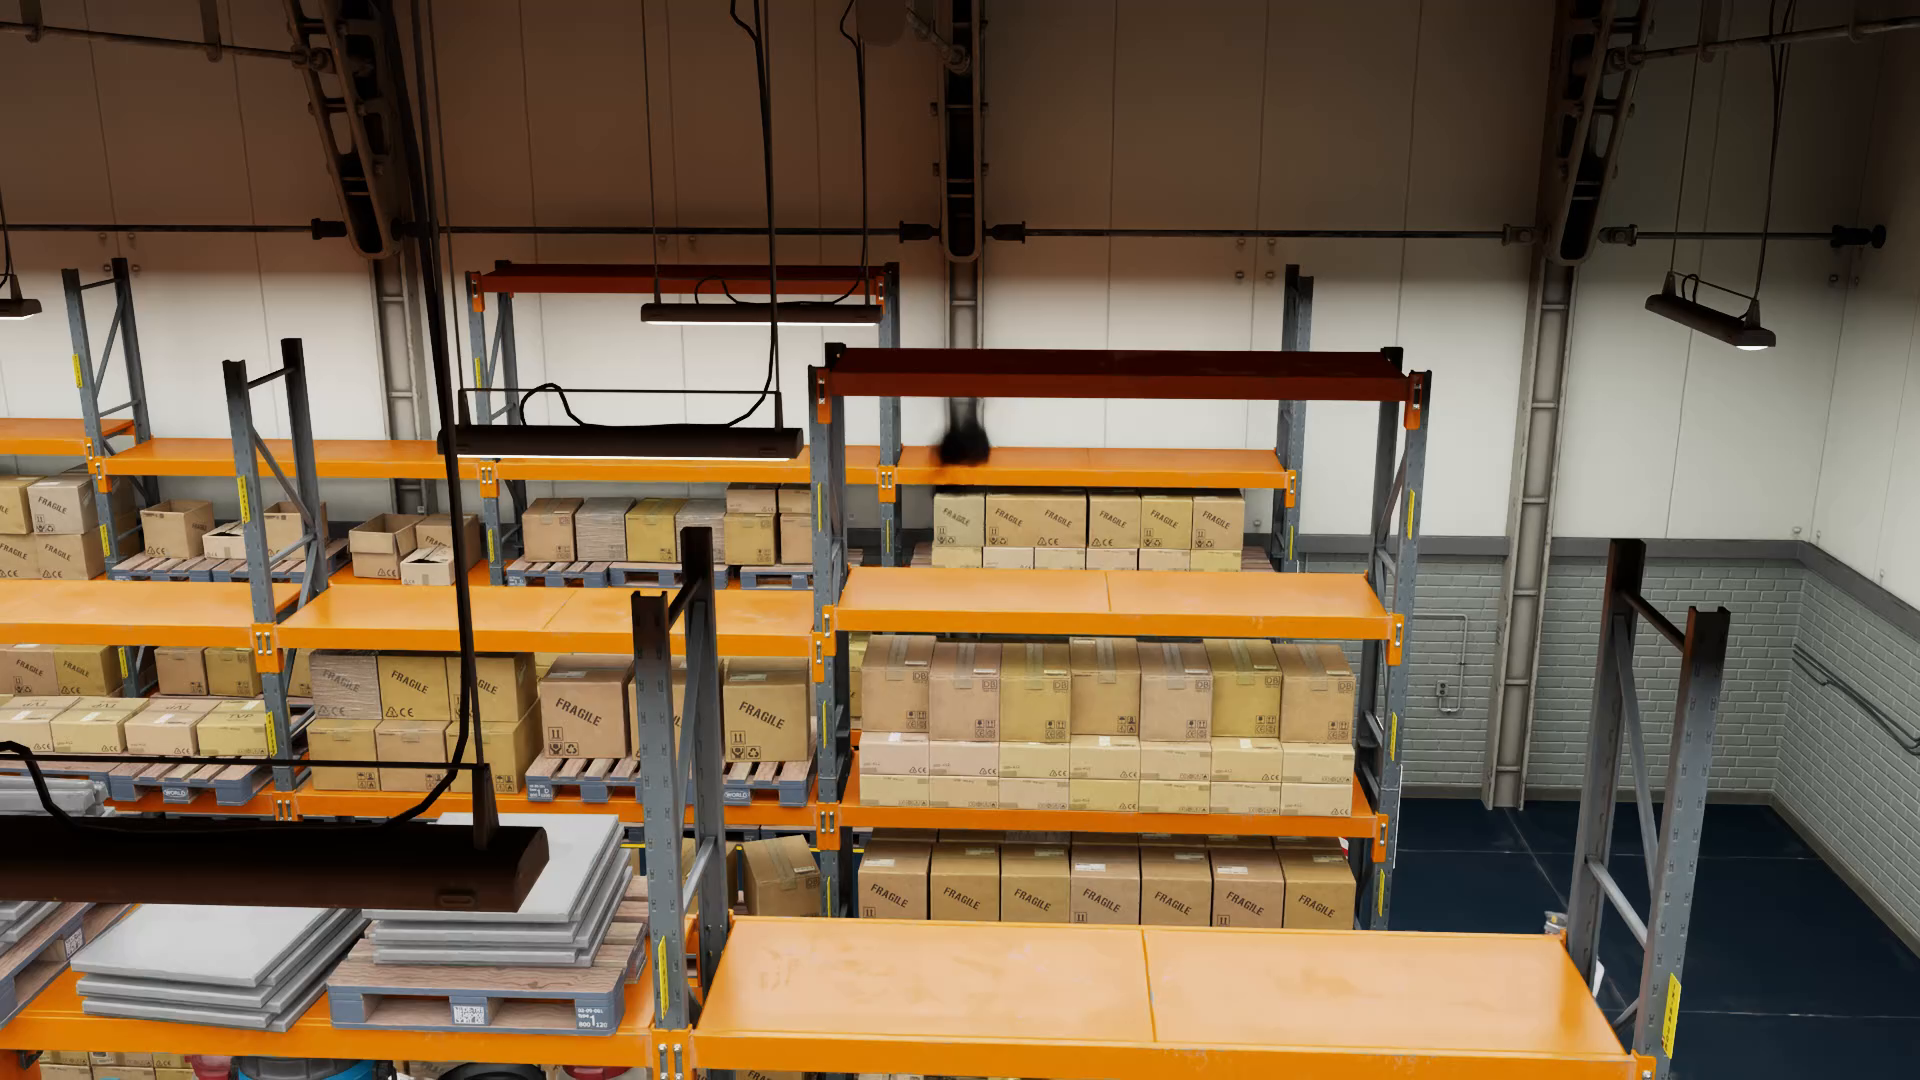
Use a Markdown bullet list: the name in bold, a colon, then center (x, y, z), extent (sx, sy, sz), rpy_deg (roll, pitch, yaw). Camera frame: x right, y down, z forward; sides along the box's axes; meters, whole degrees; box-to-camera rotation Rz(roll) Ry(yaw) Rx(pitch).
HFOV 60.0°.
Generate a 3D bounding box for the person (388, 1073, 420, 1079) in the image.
- **person**: center (-3.706, 4.192, 11.205), extent (1.072, 1.609, 0.660), rpy_deg (2, 16, 8)

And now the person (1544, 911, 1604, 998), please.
- **person**: center (4.609, 3.658, 12.949), extent (0.604, 1.741, 0.843), rpy_deg (13, 21, 38)
